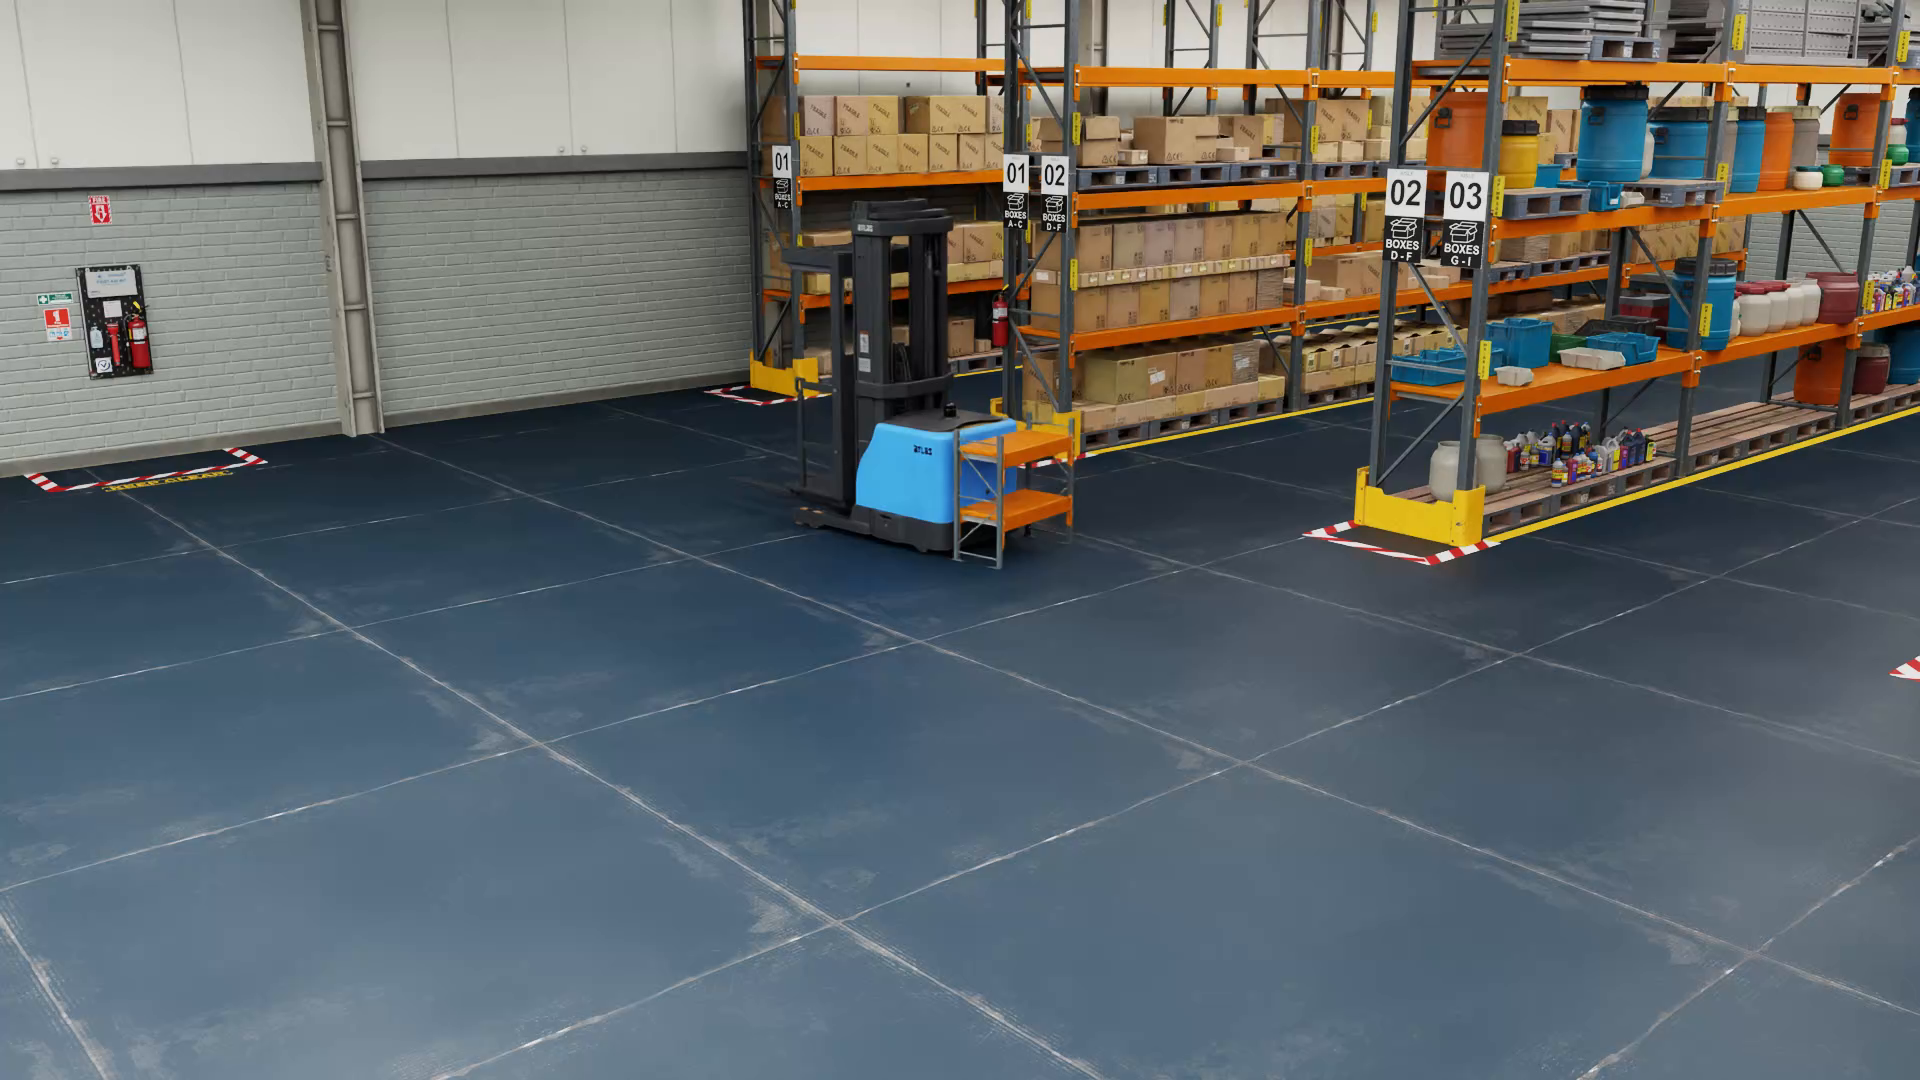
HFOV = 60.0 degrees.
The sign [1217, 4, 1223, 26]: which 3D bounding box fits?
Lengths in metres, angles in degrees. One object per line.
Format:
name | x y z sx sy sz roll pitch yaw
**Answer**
sign | 3.991 -8.070 25.561 0.005 0.325 0.100 -13 19 -39

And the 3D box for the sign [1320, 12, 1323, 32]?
sign | 6.299 -9.002 28.897 0.005 0.325 0.100 -13 19 -39

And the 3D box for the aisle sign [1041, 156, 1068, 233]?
aisle sign | 0.999 -3.652 17.573 0.004 0.787 0.394 -13 19 -39

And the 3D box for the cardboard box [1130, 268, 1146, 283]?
cardboard box | 1.863 -2.983 18.654 0.250 0.149 0.380 -13 20 -40

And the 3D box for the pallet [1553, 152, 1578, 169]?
pallet | 8.581 -5.585 24.399 1.003 0.211 1.213 -13 19 -39

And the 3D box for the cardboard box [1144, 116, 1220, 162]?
cardboard box | 2.539 -4.660 19.286 0.637 0.503 0.797 -10 18 -33

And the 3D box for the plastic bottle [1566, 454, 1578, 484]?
plastic bottle | 5.851 -0.684 15.908 0.133 0.283 0.061 -12 19 -38

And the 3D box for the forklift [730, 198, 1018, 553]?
forklift | -0.904 -1.606 15.083 3.031 2.935 1.130 14 20 41

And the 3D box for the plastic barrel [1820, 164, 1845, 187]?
plastic barrel | 9.978 -4.180 19.074 0.294 0.245 0.294 0 15 0

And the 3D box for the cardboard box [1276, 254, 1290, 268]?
cardboard box | 3.800 -3.419 20.285 0.250 0.149 0.380 -13 20 -39

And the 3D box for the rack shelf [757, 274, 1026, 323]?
rack shelf | -0.899 -3.422 23.143 4.000 0.370 1.077 -13 19 -39

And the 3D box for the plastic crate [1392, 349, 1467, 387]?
plastic crate | 4.277 -1.573 15.116 0.616 0.251 0.499 -13 19 -39

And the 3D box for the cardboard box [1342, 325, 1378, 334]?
cardboard box | 5.517 -2.760 22.697 0.500 0.311 0.500 -13 20 -41

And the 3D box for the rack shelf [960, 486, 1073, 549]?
rack shelf | 0.468 -0.202 14.275 0.538 0.278 1.000 12 19 37

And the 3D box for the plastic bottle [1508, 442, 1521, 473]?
plastic bottle | 5.472 -0.816 16.402 0.133 0.283 0.061 -13 19 -39

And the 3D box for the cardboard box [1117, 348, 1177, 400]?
cardboard box | 2.142 -1.924 19.201 0.500 0.500 0.500 -13 19 -39

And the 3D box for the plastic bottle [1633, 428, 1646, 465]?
plastic bottle | 6.817 -0.947 16.765 0.185 0.351 0.144 -13 20 -41

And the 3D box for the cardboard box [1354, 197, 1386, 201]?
cardboard box | 7.619 -5.820 30.145 0.700 0.700 0.980 -13 20 -41

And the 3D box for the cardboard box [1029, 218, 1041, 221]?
cardboard box | 1.443 -4.542 24.896 0.500 0.500 0.700 -10 18 -34

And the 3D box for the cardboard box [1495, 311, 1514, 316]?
cardboard box | 7.824 -3.119 24.605 0.500 0.500 0.500 -14 20 -41

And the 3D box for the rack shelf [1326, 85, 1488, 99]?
rack shelf | 8.154 -8.160 30.031 4.000 0.370 1.077 -13 19 -39

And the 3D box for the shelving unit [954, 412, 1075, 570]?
shelving unit | 0.468 -0.439 14.212 0.538 1.125 1.048 12 19 37

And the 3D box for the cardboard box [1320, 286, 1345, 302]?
cardboard box | 4.667 -3.134 21.156 0.250 0.149 0.380 -13 19 -39

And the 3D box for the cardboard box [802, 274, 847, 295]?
cardboard box | -1.831 -3.389 21.877 0.500 0.250 0.500 -13 20 -41

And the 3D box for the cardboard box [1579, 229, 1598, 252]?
cardboard box | 9.395 -4.714 25.580 0.700 0.500 0.500 8 17 28

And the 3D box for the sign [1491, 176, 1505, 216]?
sign | 4.454 -2.848 13.769 0.005 0.325 0.100 -13 19 -39

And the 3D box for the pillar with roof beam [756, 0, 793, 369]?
pillar with roof beam | 0.379 -5.778 18.944 0.400 9.000 9.100 -13 19 -39

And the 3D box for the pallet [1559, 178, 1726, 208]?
pallet | 6.633 -3.397 16.207 1.003 0.211 1.213 -13 19 -39

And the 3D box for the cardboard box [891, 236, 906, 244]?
cardboard box | -1.077 -3.921 22.415 0.500 0.500 0.500 -13 20 -41

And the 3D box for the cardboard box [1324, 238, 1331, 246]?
cardboard box | 6.176 -5.157 28.693 0.250 0.149 0.380 -12 19 -38

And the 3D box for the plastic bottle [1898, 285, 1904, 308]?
plastic bottle | 11.472 -2.977 20.330 0.097 0.271 0.097 0 15 0

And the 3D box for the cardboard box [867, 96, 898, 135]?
cardboard box | -1.167 -5.603 21.932 0.500 0.500 0.500 -12 19 -38

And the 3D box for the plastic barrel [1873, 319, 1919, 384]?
plastic barrel | 12.193 -2.515 21.607 0.708 0.901 0.600 -13 19 -39

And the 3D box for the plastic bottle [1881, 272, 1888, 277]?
plastic bottle | 12.168 -3.392 21.887 0.097 0.271 0.097 0 15 0

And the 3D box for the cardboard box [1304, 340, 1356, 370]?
cardboard box | 4.721 -2.395 21.333 0.500 0.311 0.500 -13 20 -40

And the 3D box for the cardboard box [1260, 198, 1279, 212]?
cardboard box | 4.919 -5.553 27.466 0.500 0.250 0.500 -12 19 -39

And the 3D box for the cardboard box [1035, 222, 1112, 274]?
cardboard box | 1.248 -3.228 18.314 0.500 0.500 0.700 -13 19 -39

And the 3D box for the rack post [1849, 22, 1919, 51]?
rack post | 10.650 -5.850 19.360 0.937 0.300 0.954 -13 19 -39

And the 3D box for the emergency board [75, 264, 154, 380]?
emergency board | -8.863 -2.290 17.512 0.643 1.169 0.194 -13 19 -39

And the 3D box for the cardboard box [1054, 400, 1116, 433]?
cardboard box | 1.398 -1.389 18.652 0.500 0.250 0.500 -13 19 -39

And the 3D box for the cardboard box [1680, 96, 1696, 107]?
cardboard box | 11.085 -6.713 26.127 0.500 0.500 0.700 -13 19 -39

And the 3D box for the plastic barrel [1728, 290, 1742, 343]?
plastic barrel | 7.979 -2.365 17.528 0.433 0.535 0.433 0 15 0

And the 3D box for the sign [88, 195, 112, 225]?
sign | -8.934 -3.428 17.280 0.199 0.298 0.001 -13 19 -39

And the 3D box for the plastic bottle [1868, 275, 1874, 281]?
plastic bottle | 11.676 -3.275 21.438 0.135 0.276 0.152 -13 19 -39

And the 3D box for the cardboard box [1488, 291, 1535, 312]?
cardboard box | 8.242 -3.578 24.871 0.500 0.250 0.500 -13 20 -40

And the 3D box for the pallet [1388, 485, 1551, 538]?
pallet | 4.739 -0.314 15.515 1.213 0.211 1.003 -13 19 -39

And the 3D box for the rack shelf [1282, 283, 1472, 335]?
rack shelf | 5.373 -3.136 22.072 4.000 0.370 1.077 -13 19 -39

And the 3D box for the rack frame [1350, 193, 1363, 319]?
rack frame | 6.645 -5.464 29.392 0.127 3.000 1.000 -13 19 -39

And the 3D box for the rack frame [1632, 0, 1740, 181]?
rack frame | 7.113 -5.078 16.324 0.127 3.000 1.000 -13 19 -39

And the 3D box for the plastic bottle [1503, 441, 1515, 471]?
plastic bottle | 5.402 -0.833 16.480 0.135 0.276 0.152 -12 19 -39

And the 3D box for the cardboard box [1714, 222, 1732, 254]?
cardboard box | 12.369 -5.008 27.494 0.500 0.500 0.500 -12 19 -39

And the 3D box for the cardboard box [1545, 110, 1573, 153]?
cardboard box | 8.467 -5.951 24.204 0.600 0.600 0.600 -14 20 -41

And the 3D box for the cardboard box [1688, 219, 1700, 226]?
cardboard box | 11.606 -5.319 26.718 0.500 0.500 0.500 -12 19 -38

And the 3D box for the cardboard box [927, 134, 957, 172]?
cardboard box | -0.392 -5.298 22.725 0.500 0.500 0.500 -14 20 -41
